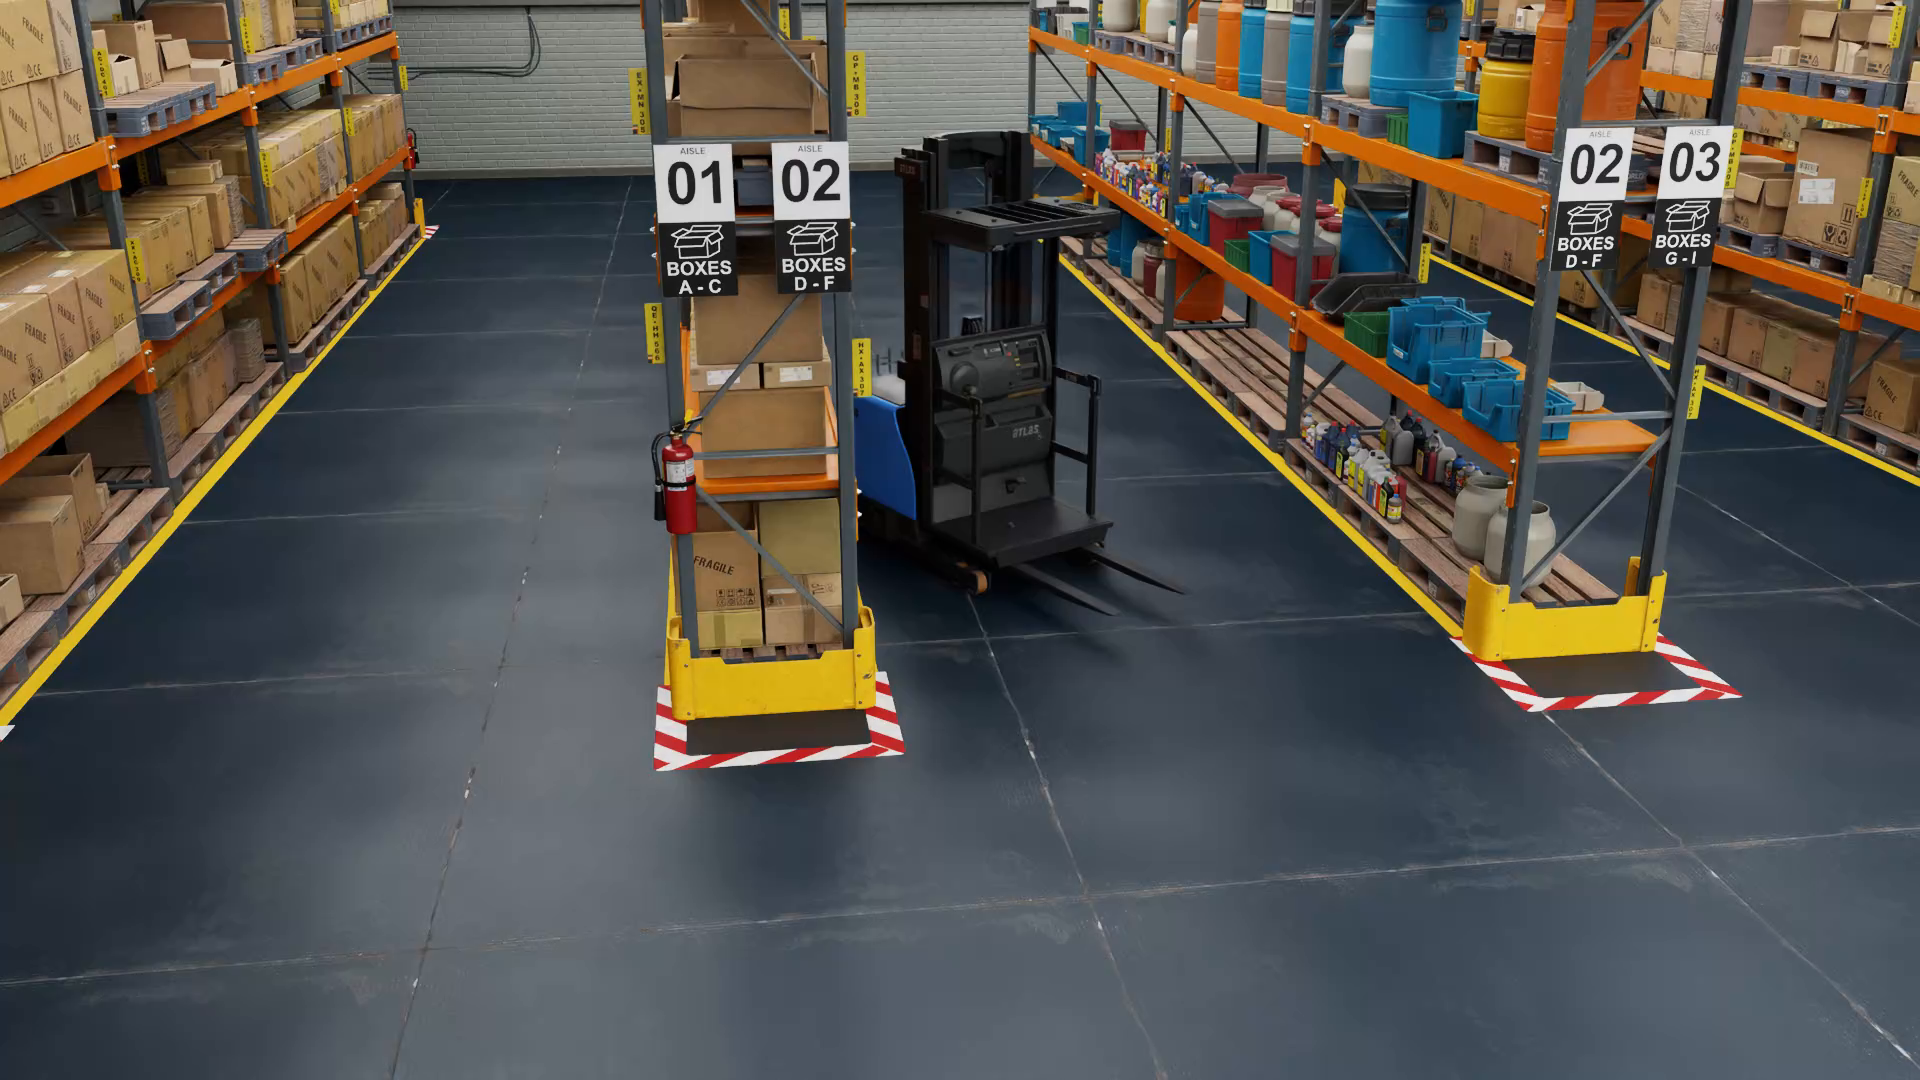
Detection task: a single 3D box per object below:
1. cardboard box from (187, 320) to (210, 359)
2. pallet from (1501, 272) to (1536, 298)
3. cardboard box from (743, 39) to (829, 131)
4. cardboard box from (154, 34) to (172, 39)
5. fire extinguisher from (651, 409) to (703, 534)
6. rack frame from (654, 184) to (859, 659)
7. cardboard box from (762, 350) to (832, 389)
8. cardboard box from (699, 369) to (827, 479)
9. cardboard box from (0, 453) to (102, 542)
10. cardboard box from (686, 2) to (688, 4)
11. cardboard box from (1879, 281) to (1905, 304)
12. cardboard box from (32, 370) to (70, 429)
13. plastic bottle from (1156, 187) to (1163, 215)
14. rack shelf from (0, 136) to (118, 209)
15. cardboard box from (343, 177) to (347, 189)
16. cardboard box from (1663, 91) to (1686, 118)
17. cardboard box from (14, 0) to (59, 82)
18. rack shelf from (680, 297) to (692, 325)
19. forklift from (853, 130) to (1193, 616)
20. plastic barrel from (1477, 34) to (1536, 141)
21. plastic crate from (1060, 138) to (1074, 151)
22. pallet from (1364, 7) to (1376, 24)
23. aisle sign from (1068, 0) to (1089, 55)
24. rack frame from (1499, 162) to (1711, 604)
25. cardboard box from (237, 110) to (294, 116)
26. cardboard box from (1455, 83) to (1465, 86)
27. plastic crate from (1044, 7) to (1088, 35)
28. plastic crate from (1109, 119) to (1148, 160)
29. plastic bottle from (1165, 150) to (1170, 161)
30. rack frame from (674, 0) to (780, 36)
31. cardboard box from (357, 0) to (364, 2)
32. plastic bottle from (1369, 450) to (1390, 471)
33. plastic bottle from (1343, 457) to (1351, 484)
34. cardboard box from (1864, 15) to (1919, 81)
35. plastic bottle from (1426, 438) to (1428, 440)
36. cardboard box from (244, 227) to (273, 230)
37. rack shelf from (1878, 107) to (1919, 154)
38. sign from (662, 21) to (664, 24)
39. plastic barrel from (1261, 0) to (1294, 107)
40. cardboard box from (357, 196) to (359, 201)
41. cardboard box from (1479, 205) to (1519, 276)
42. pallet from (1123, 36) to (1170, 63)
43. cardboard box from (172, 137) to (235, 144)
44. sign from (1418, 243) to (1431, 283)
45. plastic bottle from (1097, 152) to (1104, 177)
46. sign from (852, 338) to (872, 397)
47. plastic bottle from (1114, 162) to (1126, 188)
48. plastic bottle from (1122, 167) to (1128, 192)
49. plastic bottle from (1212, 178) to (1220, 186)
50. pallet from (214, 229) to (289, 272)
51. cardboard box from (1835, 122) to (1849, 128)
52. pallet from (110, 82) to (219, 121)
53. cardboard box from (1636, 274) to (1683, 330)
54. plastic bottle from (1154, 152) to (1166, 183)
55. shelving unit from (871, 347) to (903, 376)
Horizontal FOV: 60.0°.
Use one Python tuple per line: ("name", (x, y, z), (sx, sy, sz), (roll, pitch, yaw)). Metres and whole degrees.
("cardboard box", (-6.887, -1.753, 14.495), (0.500, 0.250, 0.500), (-3, 21, -8))
("pallet", (7.352, -3.133, 20.303), (1.003, 0.211, 1.213), (-3, 21, -8))
("cardboard box", (-1.056, -2.776, 10.131), (0.500, 0.500, 0.500), (-3, 21, -8))
("cardboard box", (-7.265, -4.192, 14.695), (0.500, 0.500, 0.500), (-3, 21, -8))
("fire extinguisher", (-1.529, -0.372, 9.037), (0.296, 0.674, 0.183), (-3, 21, -8))
("rack frame", (-1.087, -0.473, 9.195), (1.000, 3.000, 0.127), (-3, 21, -8))
("cardboard box", (-0.930, -0.970, 9.457), (0.380, 0.149, 0.250), (-3, 21, -8))
("cardboard box", (-1.141, -0.682, 9.612), (0.700, 0.500, 0.500), (-3, 21, -8))
("cardboard box", (-6.376, -0.285, 11.635), (0.500, 0.500, 0.500), (-4, 21, -12))
("cardboard box", (-3.224, -6.525, 20.611), (0.500, 0.250, 0.500), (-3, 21, -8))
("cardboard box", (7.896, -2.062, 13.808), (0.380, 0.149, 0.250), (-3, 21, -8))
("cardboard box", (-5.972, -0.877, 10.462), (0.500, 0.250, 0.500), (-3, 21, -7))
("plastic bottle", (2.148, -3.635, 17.829), (0.061, 0.283, 0.133), (-3, 21, -8))
("rack shelf", (-6.277, -1.982, 9.978), (1.077, 0.370, 4.000), (-3, 21, -8))
("cardboard box", (-7.389, -4.166, 19.412), (0.380, 0.149, 0.250), (-3, 21, -7))
("cardboard box", (11.124, -6.743, 25.415), (0.500, 0.500, 0.500), (-2, 21, -5))
("cardboard box", (-6.134, -3.186, 10.573), (0.500, 0.500, 0.500), (-2, 21, -5))
("rack shelf", (-1.952, -2.213, 14.883), (1.077, 0.370, 4.000), (-3, 21, -8))
("forklift", (0.358, -1.195, 11.226), (1.130, 2.935, 3.031), (-14, 25, -33))
("plastic barrel", (3.525, -2.800, 10.269), (0.600, 0.588, 0.600), (0, 20, 0))
("plastic crate", (1.537, -5.369, 22.594), (0.293, 0.136, 0.466), (-3, 21, -8))
("pallet", (6.527, -7.618, 24.166), (1.003, 0.211, 1.213), (-3, 21, -8))
("aisle sign", (1.788, -7.519, 24.344), (0.394, 0.787, 0.004), (-3, 21, -8))
("rack frame", (3.815, -0.721, 9.861), (1.000, 3.000, 0.127), (-3, 21, -8))
("cardboard box", (-7.910, -4.751, 18.981), (0.500, 0.250, 0.500), (-2, 21, -6))
("cardboard box", (6.588, -5.866, 22.352), (0.500, 0.500, 0.500), (-3, 21, -7))
("plastic crate", (1.457, -7.094, 22.726), (0.504, 0.338, 0.767), (-3, 21, -8))
("plastic crate", (2.205, -5.256, 21.825), (0.402, 0.464, 0.583), (-3, 21, -8))
("plastic bottle", (2.542, -4.551, 20.186), (0.144, 0.351, 0.185), (-3, 21, -8))
("rack frame", (-2.240, -6.053, 15.562), (1.000, 3.000, 0.127), (-3, 21, -8))
("cardboard box", (-7.700, -6.916, 20.558), (0.500, 0.500, 0.500), (-3, 21, -7))
("plastic bottle", (3.176, -0.540, 12.638), (0.152, 0.276, 0.135), (-3, 21, -8))
("plastic bottle", (2.989, -0.537, 12.737), (0.097, 0.201, 0.097), (0, 20, 0))
("cardboard box", (8.170, -4.174, 14.070), (0.797, 0.503, 0.637), (-4, 21, -10))
("plastic bottle", (3.709, -0.711, 13.086), (0.061, 0.283, 0.133), (-2, 21, -4))
("cardboard box", (-6.960, -3.009, 16.316), (0.380, 0.149, 0.250), (-3, 21, -9))
("rack shelf", (8.428, -2.732, 11.985), (1.077, 0.370, 4.000), (-3, 21, -8))
("sign", (-2.199, -3.622, 12.151), (0.100, 0.325, 0.005), (-3, 21, -8))
("plastic barrel", (2.856, -4.138, 14.005), (0.600, 0.901, 0.600), (0, 20, 0))
("cardboard box", (-8.126, -4.448, 21.884), (0.380, 0.149, 0.250), (-3, 21, -7))
("cardboard box", (7.228, -3.798, 20.533), (1.225, 0.875, 0.875), (-4, 21, -10))
("pallet", (2.462, -5.534, 18.729), (1.003, 0.211, 1.213), (-3, 21, -8))
("cardboard box", (-7.535, -3.862, 16.601), (0.500, 0.250, 0.500), (-4, 21, -10))
("sign", (3.785, -2.260, 13.584), (0.100, 0.325, 0.005), (-3, 21, -8))
("plastic bottle", (1.735, -4.627, 20.484), (0.061, 0.283, 0.133), (-3, 21, -8))
("sign", (-0.537, -0.942, 9.099), (0.100, 0.325, 0.005), (-3, 21, -8))
("plastic bottle", (1.909, -4.318, 19.668), (0.152, 0.276, 0.135), (-3, 21, -8))
("plastic bottle", (1.932, -4.194, 19.342), (0.097, 0.271, 0.097), (0, 20, 0))
("plastic bottle", (2.845, -3.892, 18.515), (0.061, 0.283, 0.133), (-3, 21, -8))
("pallet", (-6.933, -2.660, 15.326), (1.213, 0.211, 1.003), (-3, 21, -8))
("cardboard box", (11.550, -5.310, 21.481), (0.380, 0.149, 0.250), (-3, 21, -9))
("pallet", (-6.701, -3.502, 13.287), (1.213, 0.211, 1.003), (-3, 21, -8))
("cardboard box", (7.680, -2.545, 17.688), (0.700, 0.500, 0.500), (-4, 21, -11))
("plastic bottle", (2.426, -4.480, 19.995), (0.144, 0.351, 0.185), (-3, 21, -8))
("shelving unit", (-0.563, -0.868, 12.812), (0.258, 1.200, 0.189), (-13, 21, -32))
